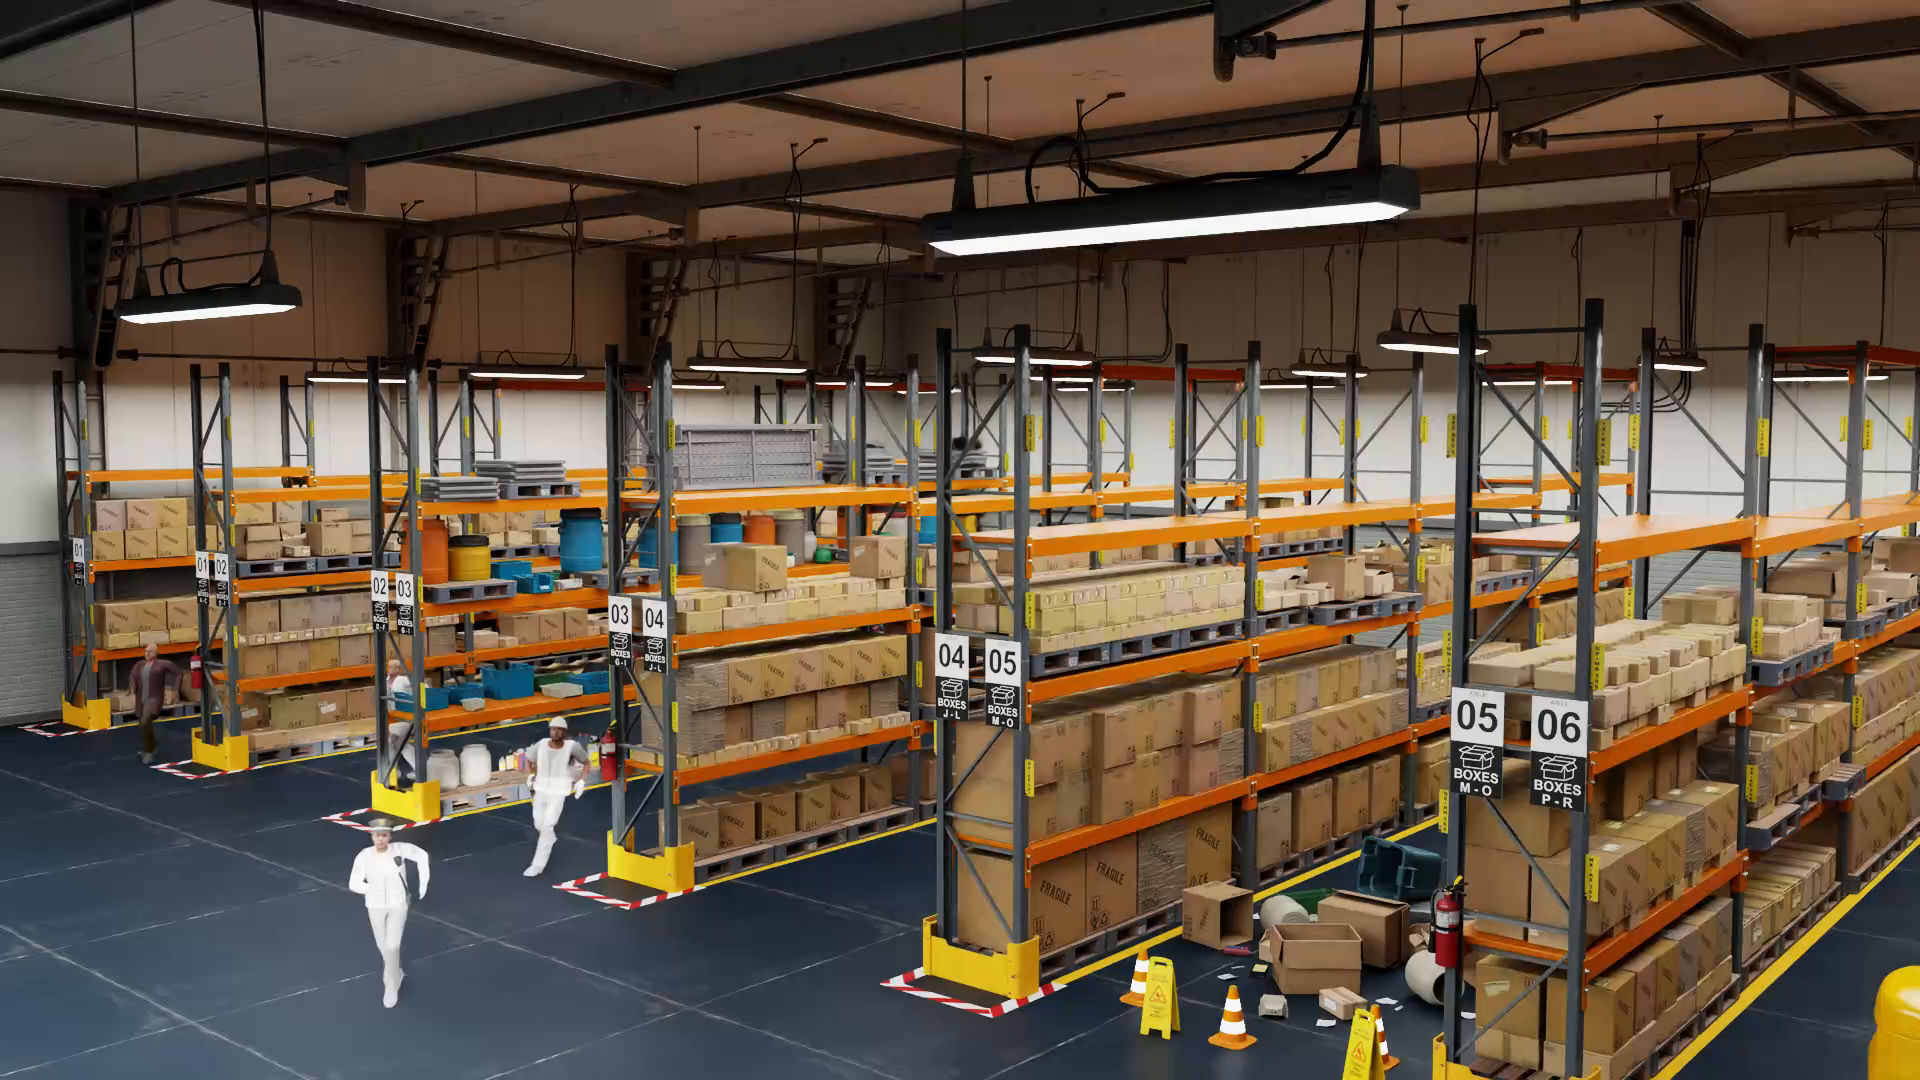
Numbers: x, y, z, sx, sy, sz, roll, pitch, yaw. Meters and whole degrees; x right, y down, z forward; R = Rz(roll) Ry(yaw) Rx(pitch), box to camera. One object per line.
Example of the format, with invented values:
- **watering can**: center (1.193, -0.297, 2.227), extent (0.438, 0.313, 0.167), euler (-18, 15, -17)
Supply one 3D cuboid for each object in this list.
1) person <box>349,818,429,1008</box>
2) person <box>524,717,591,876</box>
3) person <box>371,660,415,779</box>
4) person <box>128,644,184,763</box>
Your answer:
- **person**: center (-5.053, 3.260, 14.735), extent (0.640, 1.688, 0.796), euler (-1, 4, -11)
- **person**: center (-4.653, 2.897, 19.084), extent (0.752, 1.749, 0.981), euler (0, 4, 5)
- **person**: center (-7.922, 2.597, 23.547), extent (0.681, 1.835, 0.896), euler (3, 5, 37)
- **person**: center (-12.244, 2.482, 25.239), extent (0.761, 1.839, 0.740), euler (1, 4, 8)
